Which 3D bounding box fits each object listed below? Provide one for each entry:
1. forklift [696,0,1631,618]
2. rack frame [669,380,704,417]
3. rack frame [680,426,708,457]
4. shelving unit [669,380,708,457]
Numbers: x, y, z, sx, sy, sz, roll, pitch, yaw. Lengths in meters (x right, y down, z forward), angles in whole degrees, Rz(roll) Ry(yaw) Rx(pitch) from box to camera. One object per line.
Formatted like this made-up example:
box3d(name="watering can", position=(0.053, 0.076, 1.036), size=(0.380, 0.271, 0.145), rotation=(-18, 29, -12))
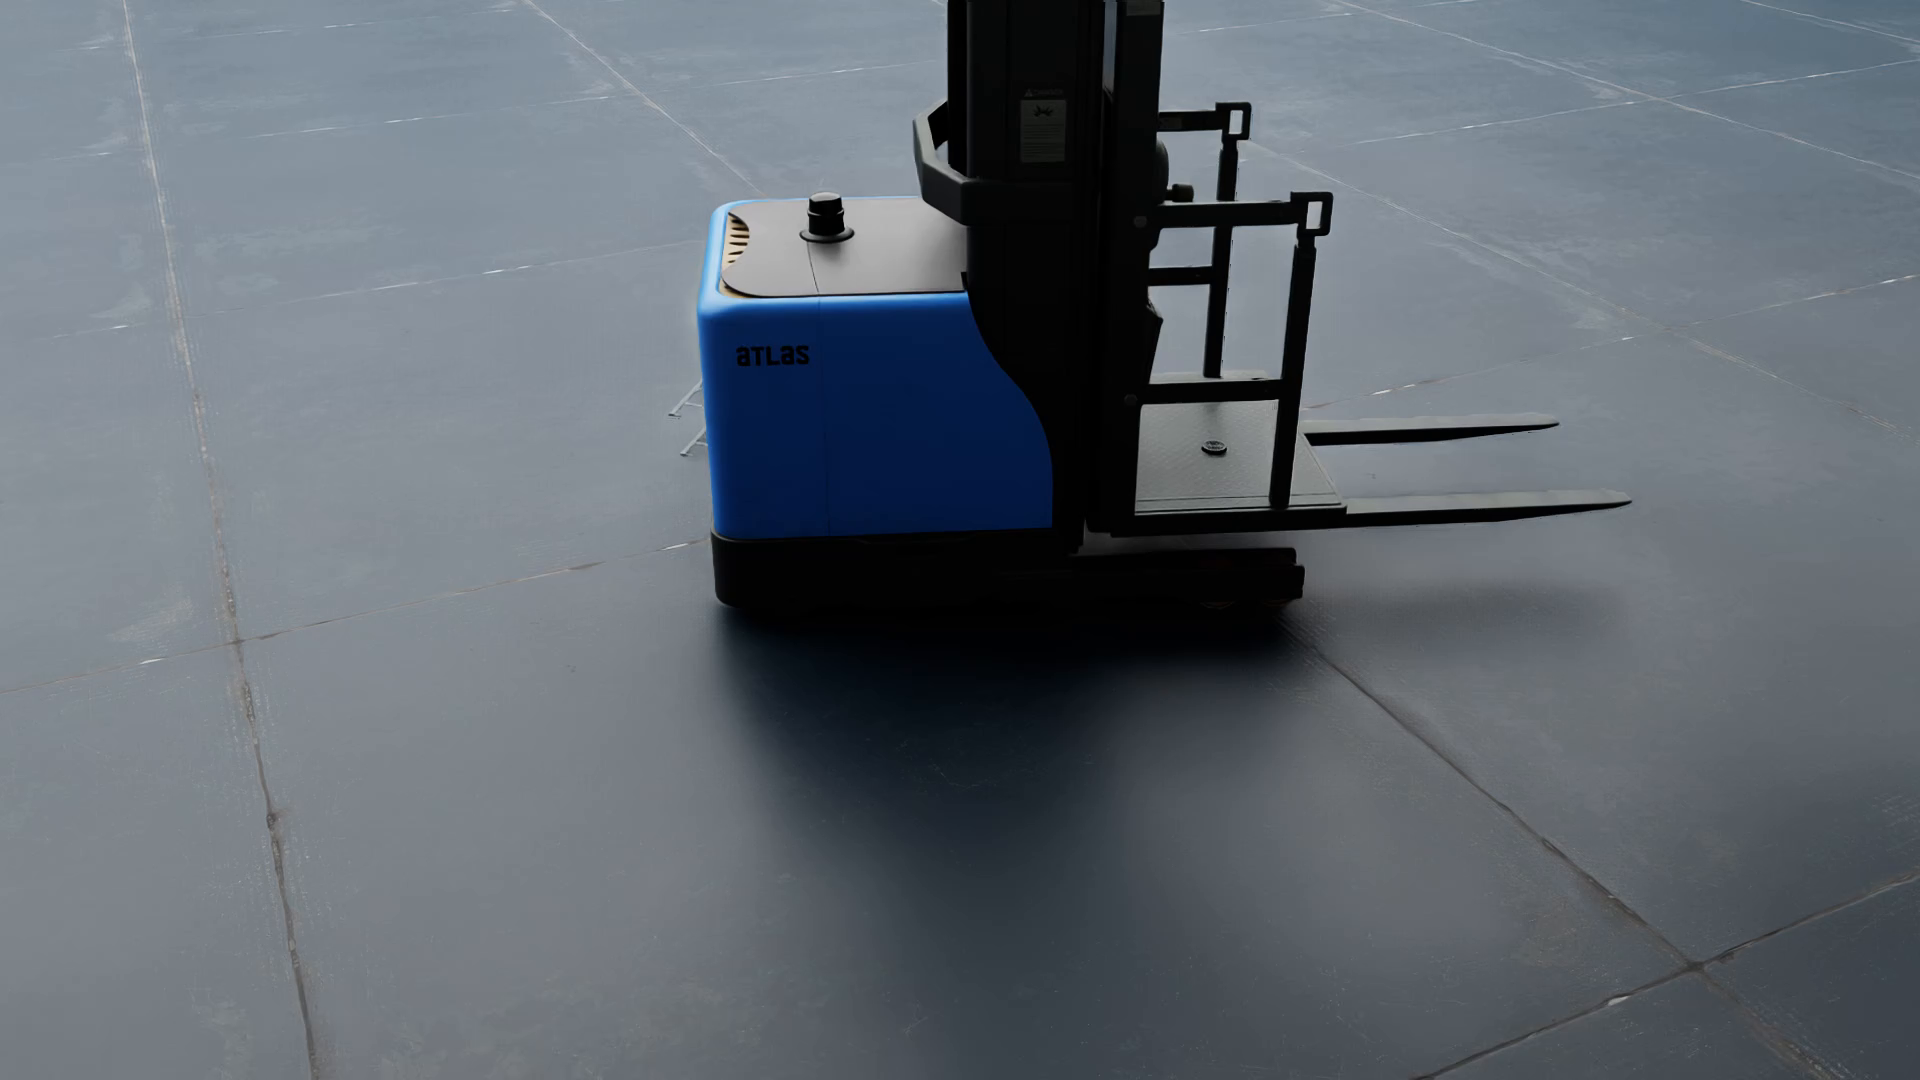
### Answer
box3d(name="forklift", position=(0.696, -1.313, 5.094), size=(3.031, 2.935, 1.130), rotation=(-2, 29, -4))
box3d(name="rack frame", position=(-0.730, -0.812, 6.559), size=(0.240, 0.006, 1.200), rotation=(11, 42, 23))
box3d(name="rack frame", position=(-0.706, -0.670, 6.672), size=(0.240, 0.006, 1.200), rotation=(11, 42, 23))
box3d(name="shelving unit", position=(-0.718, -0.741, 6.615), size=(0.258, 0.189, 1.200), rotation=(11, 42, 23))
